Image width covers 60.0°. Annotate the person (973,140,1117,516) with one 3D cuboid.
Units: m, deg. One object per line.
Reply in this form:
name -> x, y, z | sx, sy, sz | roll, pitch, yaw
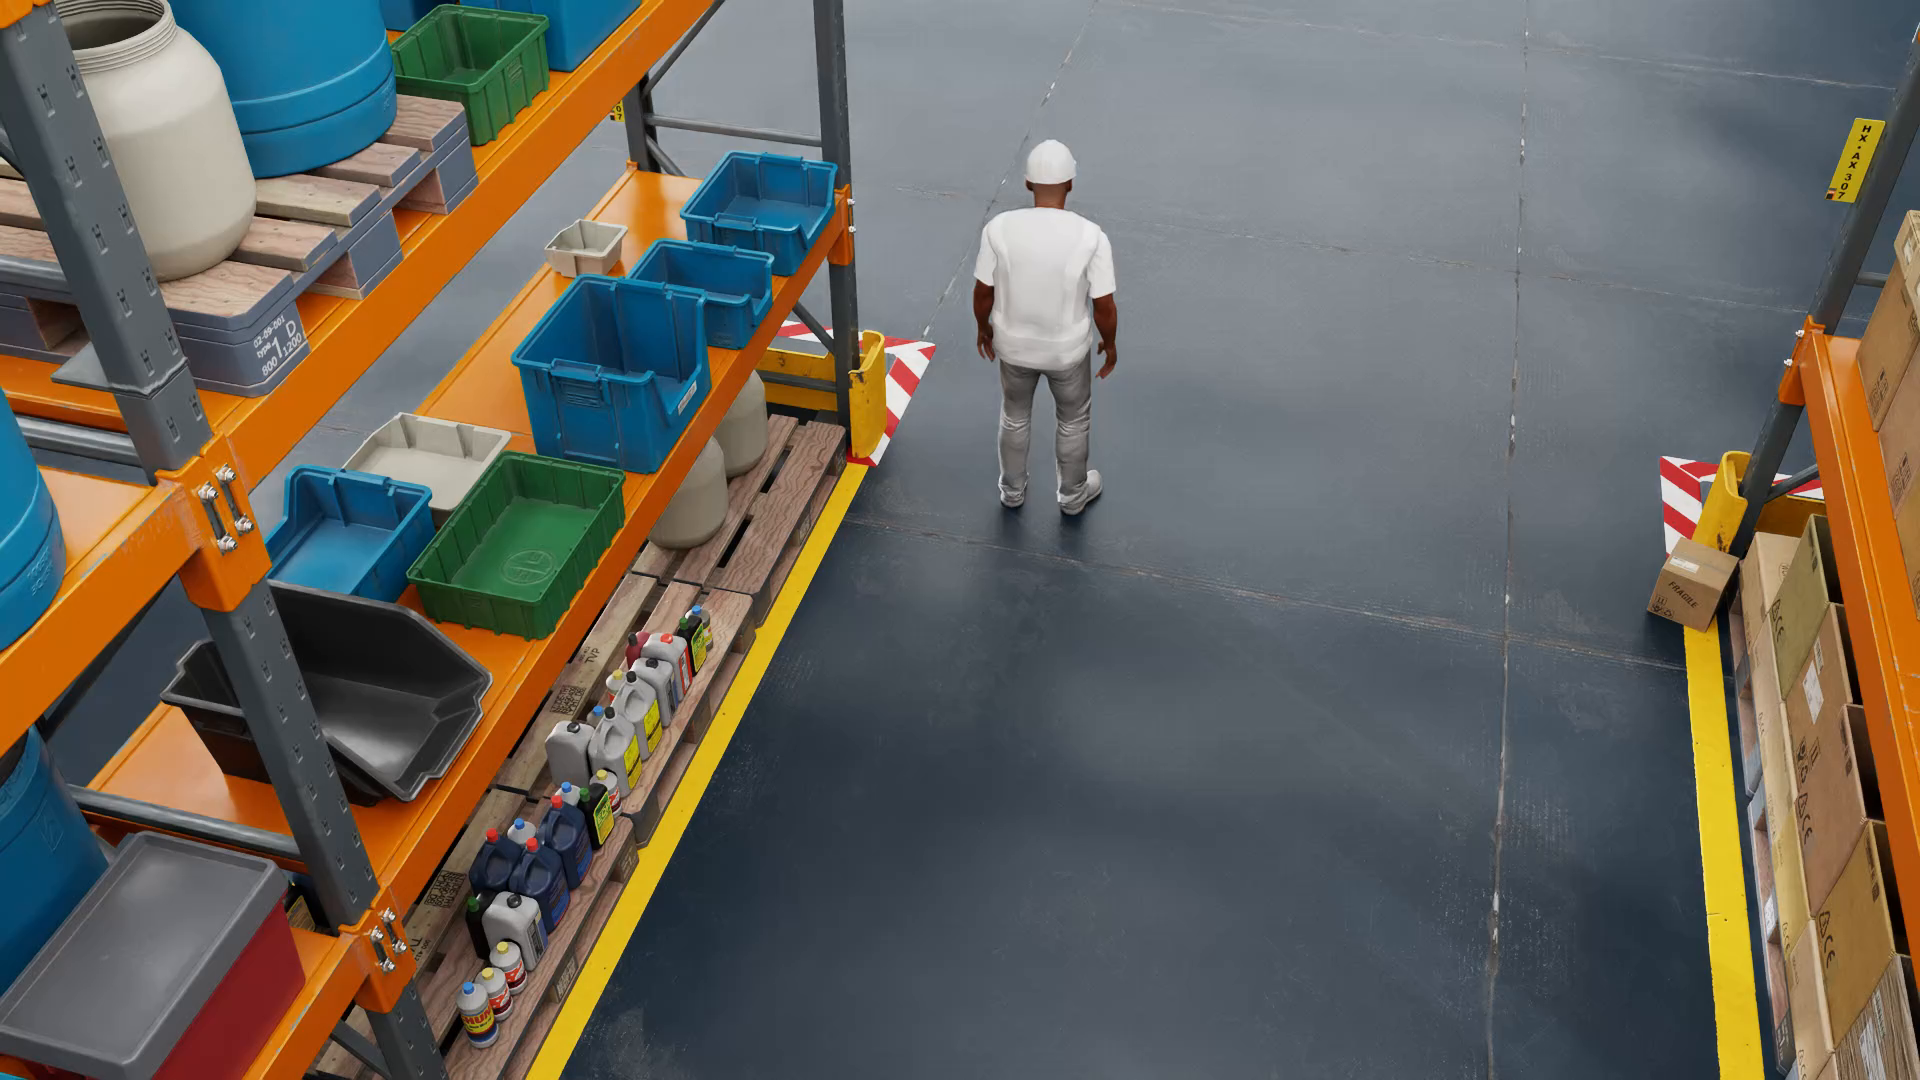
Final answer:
person -> 0.370, -0.873, 7.157 | 0.625, 1.760, 0.460 | 10, 42, 11
